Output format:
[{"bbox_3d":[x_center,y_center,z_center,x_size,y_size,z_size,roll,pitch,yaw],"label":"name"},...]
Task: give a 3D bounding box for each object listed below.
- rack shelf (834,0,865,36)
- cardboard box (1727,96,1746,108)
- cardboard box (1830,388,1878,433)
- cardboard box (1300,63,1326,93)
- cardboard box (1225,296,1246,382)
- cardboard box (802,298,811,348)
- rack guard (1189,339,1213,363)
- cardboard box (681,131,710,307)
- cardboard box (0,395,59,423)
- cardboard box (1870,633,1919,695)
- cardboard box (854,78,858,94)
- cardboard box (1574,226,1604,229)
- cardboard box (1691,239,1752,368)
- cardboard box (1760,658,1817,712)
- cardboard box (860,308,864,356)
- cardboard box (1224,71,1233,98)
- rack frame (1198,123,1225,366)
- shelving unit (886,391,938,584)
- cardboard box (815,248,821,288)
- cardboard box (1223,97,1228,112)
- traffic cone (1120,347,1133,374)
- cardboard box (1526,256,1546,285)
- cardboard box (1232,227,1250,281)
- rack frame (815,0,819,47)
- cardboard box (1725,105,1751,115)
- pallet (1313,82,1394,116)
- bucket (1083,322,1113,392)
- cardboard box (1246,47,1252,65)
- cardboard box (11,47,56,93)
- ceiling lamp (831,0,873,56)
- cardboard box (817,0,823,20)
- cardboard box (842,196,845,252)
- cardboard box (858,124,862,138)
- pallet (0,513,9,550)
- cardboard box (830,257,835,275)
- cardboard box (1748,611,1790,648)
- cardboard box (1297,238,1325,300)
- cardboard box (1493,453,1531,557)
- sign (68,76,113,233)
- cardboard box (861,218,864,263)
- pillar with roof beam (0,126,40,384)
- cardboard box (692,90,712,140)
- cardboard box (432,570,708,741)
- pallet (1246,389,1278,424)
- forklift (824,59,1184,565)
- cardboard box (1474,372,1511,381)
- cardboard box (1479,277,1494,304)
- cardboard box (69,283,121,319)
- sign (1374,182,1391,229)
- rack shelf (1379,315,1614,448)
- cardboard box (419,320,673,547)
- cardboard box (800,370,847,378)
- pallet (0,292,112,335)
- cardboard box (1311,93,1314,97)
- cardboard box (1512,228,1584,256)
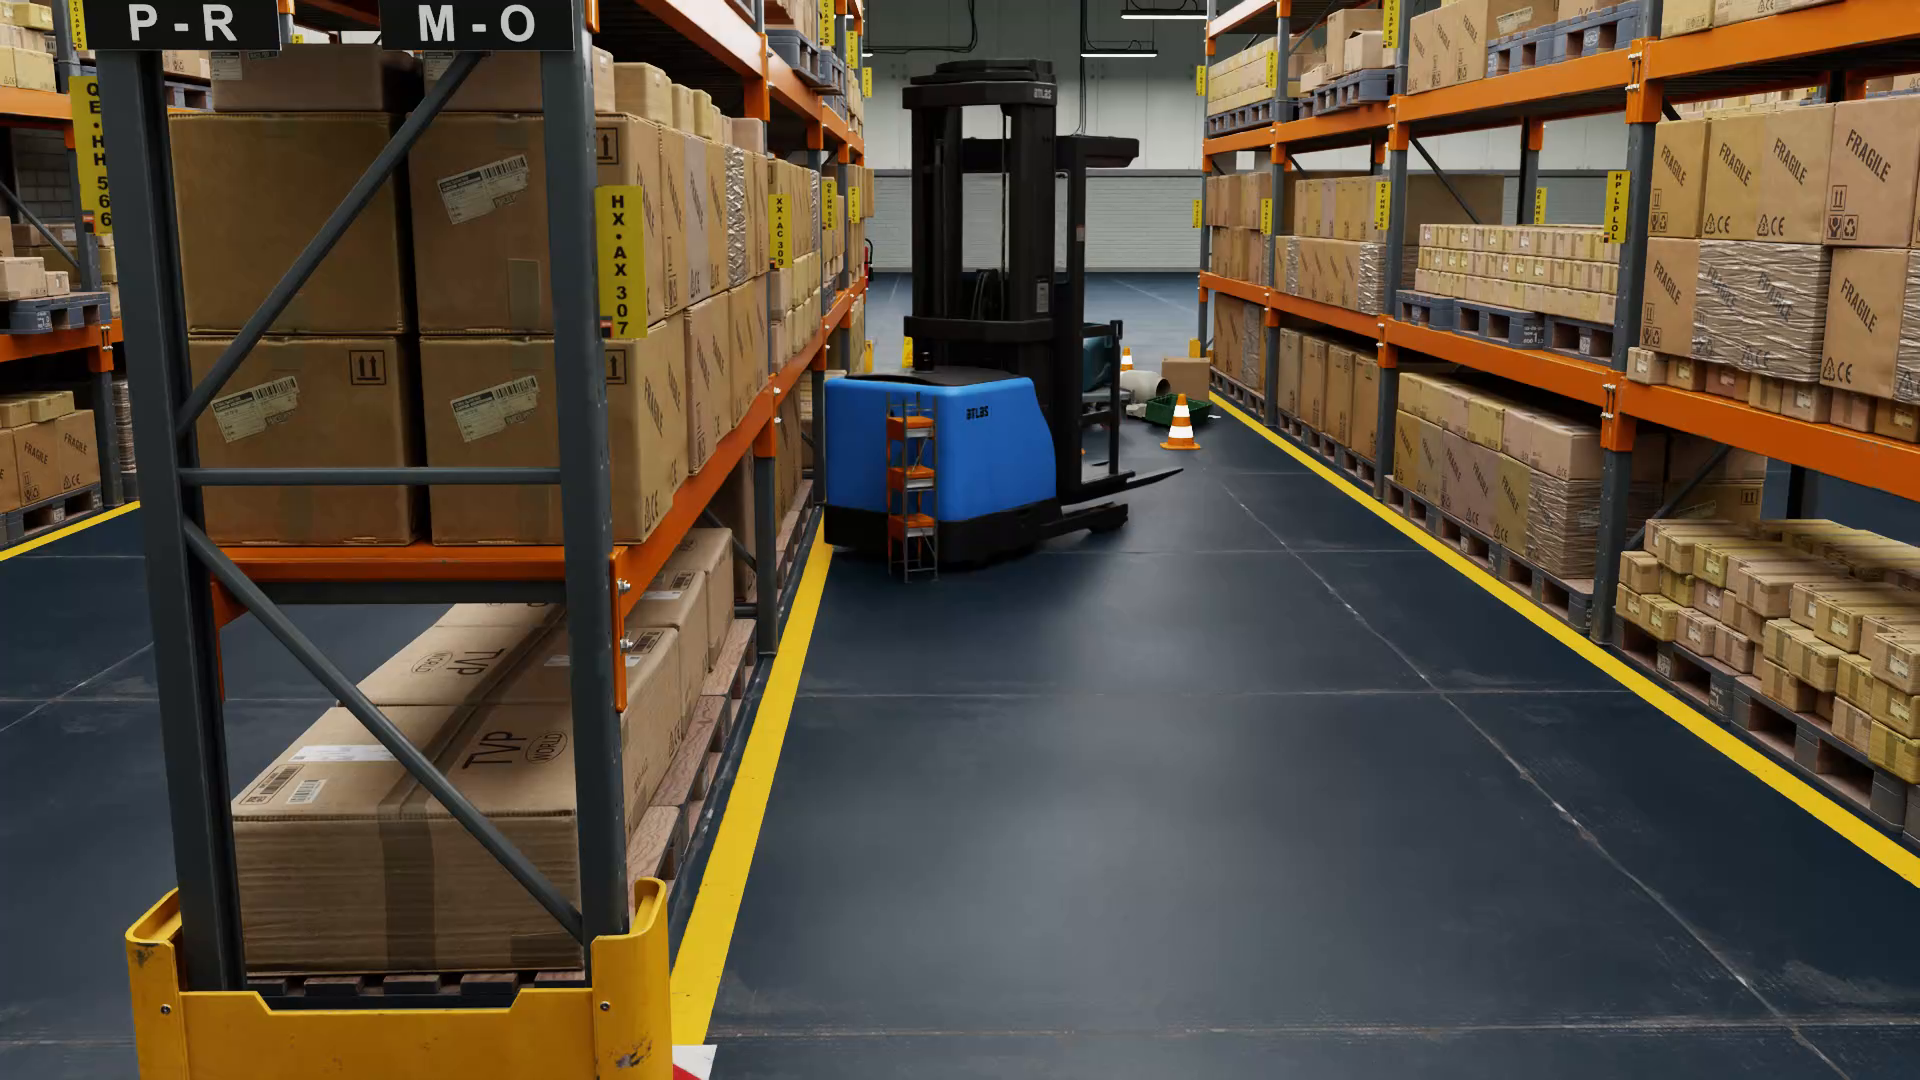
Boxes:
[{"bbox_3d":[-1.574,-5.502,16.865,1.077,0.370,4.000,0,11,-1],"label":"rack shelf"},{"bbox_3d":[8.047,-4.477,16.911,0.380,0.149,0.250,0,11,2],"label":"cardboard box"},{"bbox_3d":[3.386,-0.473,5.980,0.380,0.149,0.250,0,11,1],"label":"cardboard box"},{"bbox_3d":[3.177,-4.097,14.696,0.258,0.266,0.396,0,11,-2],"label":"cardboard box"},{"bbox_3d":[3.432,-2.209,18.193,0.875,0.875,0.875,0,11,-2],"label":"cardboard box"},{"bbox_3d":[-1.120,-1.248,9.542,0.500,0.250,0.500,0,11,-2],"label":"cardboard box"},{"bbox_3d":[3.331,-2.134,19.820,1.175,0.500,0.348,0,11,-1],"label":"rack guard"},{"bbox_3d":[-1.046,-0.974,5.049,0.500,0.500,0.500,0,11,-2],"label":"cardboard box"},{"bbox_3d":[-6.112,-0.850,10.803,0.380,0.149,0.250,-1,11,-4],"label":"cardboard box"},{"bbox_3d":[3.315,0.416,5.583,0.380,0.149,0.250,0,11,1],"label":"cardboard box"},{"bbox_3d":[-1.248,-4.681,17.169,0.380,0.149,0.250,0,11,0],"label":"cardboard box"},{"bbox_3d":[3.982,-1.840,10.162,0.380,0.149,0.250,0,11,-1],"label":"cardboard box"},{"bbox_3d":[3.355,-0.966,6.776,0.500,0.500,0.500,0,11,-1],"label":"cardboard box"},{"bbox_3d":[3.333,0.554,6.398,0.380,0.149,0.250,-1,11,-3],"label":"cardboard box"},{"bbox_3d":[-1.324,-2.278,18.215,0.500,0.500,0.500,0,11,1],"label":"cardboard box"},{"bbox_3d":[3.108,-4.853,17.714,0.500,0.250,0.500,0,11,-2],"label":"cardboard box"},{"bbox_3d":[3.332,-3.354,19.548,1.000,3.000,0.127,0,11,-1],"label":"rack frame"},{"bbox_3d":[-0.271,-0.300,9.398,0.215,1.050,0.252,-5,13,-24],"label":"shelving unit"},{"bbox_3d":[-1.186,-1.800,11.006,0.500,0.250,0.500,0,11,-1],"label":"cardboard box"},{"bbox_3d":[3.039,-4.686,17.892,0.380,0.149,0.250,0,11,-1],"label":"cardboard box"},{"bbox_3d":[1.923,-2.000,19.252,0.336,0.463,0.334,0,11,-1],"label":"traffic cone"},{"bbox_3d":[3.351,-1.483,9.154,0.380,0.149,0.250,-1,11,-4],"label":"cardboard box"},{"bbox_3d":[3.356,-3.028,17.563,0.875,0.550,0.500,0,11,-1],"label":"cardboard box"},{"bbox_3d":[-1.450,-4.664,10.914,1.000,3.000,0.127,0,11,-1],"label":"rack frame"},{"bbox_3d":[8.089,-4.251,16.800,0.500,0.250,0.500,0,11,-2],"label":"cardboard box"},{"bbox_3d":[3.405,-3.492,13.156,1.003,0.211,1.213,0,11,1],"label":"pallet"},{"bbox_3d":[1.107,-1.717,15.890,0.726,0.611,0.620,4,22,18],"label":"bucket"},{"bbox_3d":[3.066,-4.824,16.569,0.380,0.149,0.250,0,11,-1],"label":"cardboard box"},{"bbox_3d":[-6.159,-2.998,10.625,0.500,0.250,0.500,-1,11,-3],"label":"cardboard box"},{"bbox_3d":[-3.256,-14.166,43.072,2.000,3.185,0.800,0,11,-1],"label":"ceiling lamp"},{"bbox_3d":[-1.291,-3.376,10.794,0.797,0.503,0.637,-1,12,-5],"label":"cardboard box"},{"bbox_3d":[-1.294,-2.828,14.901,0.500,0.500,0.500,0,11,-2],"label":"cardboard box"},{"bbox_3d":[-1.290,-4.542,18.489,0.380,0.149,0.250,0,11,-1],"label":"cardboard box"},{"bbox_3d":[-6.412,0.055,9.759,1.003,0.211,1.213,0,11,-1],"label":"pallet"},{"bbox_3d":[-1.239,-2.297,13.915,0.380,0.149,0.250,0,11,-1],"label":"cardboard box"},{"bbox_3d":[3.388,0.357,6.622,0.380,0.149,0.250,0,11,1],"label":"cardboard box"},{"bbox_3d":[3.175,-2.303,14.114,0.500,0.500,0.500,0,11,-1],"label":"cardboard box"},{"bbox_3d":[3.302,-0.198,9.220,0.500,0.500,0.500,-1,11,-2],"label":"cardboard box"},{"bbox_3d":[-1.827,-0.817,3.536,0.100,0.325,0.005,0,11,-1],"label":"sign"},{"bbox_3d":[-1.323,-3.302,18.293,0.500,0.500,0.500,0,11,-1],"label":"cardboard box"},{"bbox_3d":[-3.036,-4.916,12.156,9.100,9.000,0.400,0,11,-1],"label":"pillar with roof beam"},{"bbox_3d":[-1.005,-1.370,5.372,0.380,0.149,0.250,-1,11,-3],"label":"cardboard box"},{"bbox_3d":[-1.442,0.425,6.310,0.875,0.438,0.875,-1,11,-3],"label":"cardboard box"},{"bbox_3d":[3.477,-1.344,16.653,1.003,0.211,1.213,0,11,-1],"label":"pallet"},{"bbox_3d":[0.451,-1.532,10.738,1.130,2.935,3.031,8,14,36],"label":"forklift"},{"bbox_3d":[3.773,-0.977,11.177,0.500,0.250,0.500,-1,11,-2],"label":"cardboard box"},{"bbox_3d":[3.334,-1.493,9.951,0.380,0.149,0.250,0,11,0],"label":"cardboard box"},{"bbox_3d":[-6.177,-1.718,11.861,0.500,0.250,0.500,0,11,-1],"label":"cardboard box"},{"bbox_3d":[2.942,-2.329,11.580,0.100,0.325,0.005,0,11,-1],"label":"sign"},{"bbox_3d":[3.538,-1.014,9.822,1.077,0.370,4.000,0,11,-1],"label":"rack shelf"},{"bbox_3d":[-1.007,-0.279,4.138,0.500,0.500,0.500,0,11,-2],"label":"cardboard box"},{"bbox_3d":[-1.519,-1.332,15.135,0.950,0.372,0.625,0,11,0],"label":"cardboard box"},{"bbox_3d":[-6.328,-1.474,10.763,1.213,0.211,1.003,0,11,-1],"label":"pallet"},{"bbox_3d":[3.724,-4.437,16.665,0.380,0.149,0.250,0,11,-2],"label":"cardboard box"},{"bbox_3d":[3.350,-1.681,9.381,0.380,0.149,0.250,-1,11,-4],"label":"cardboard box"}]
